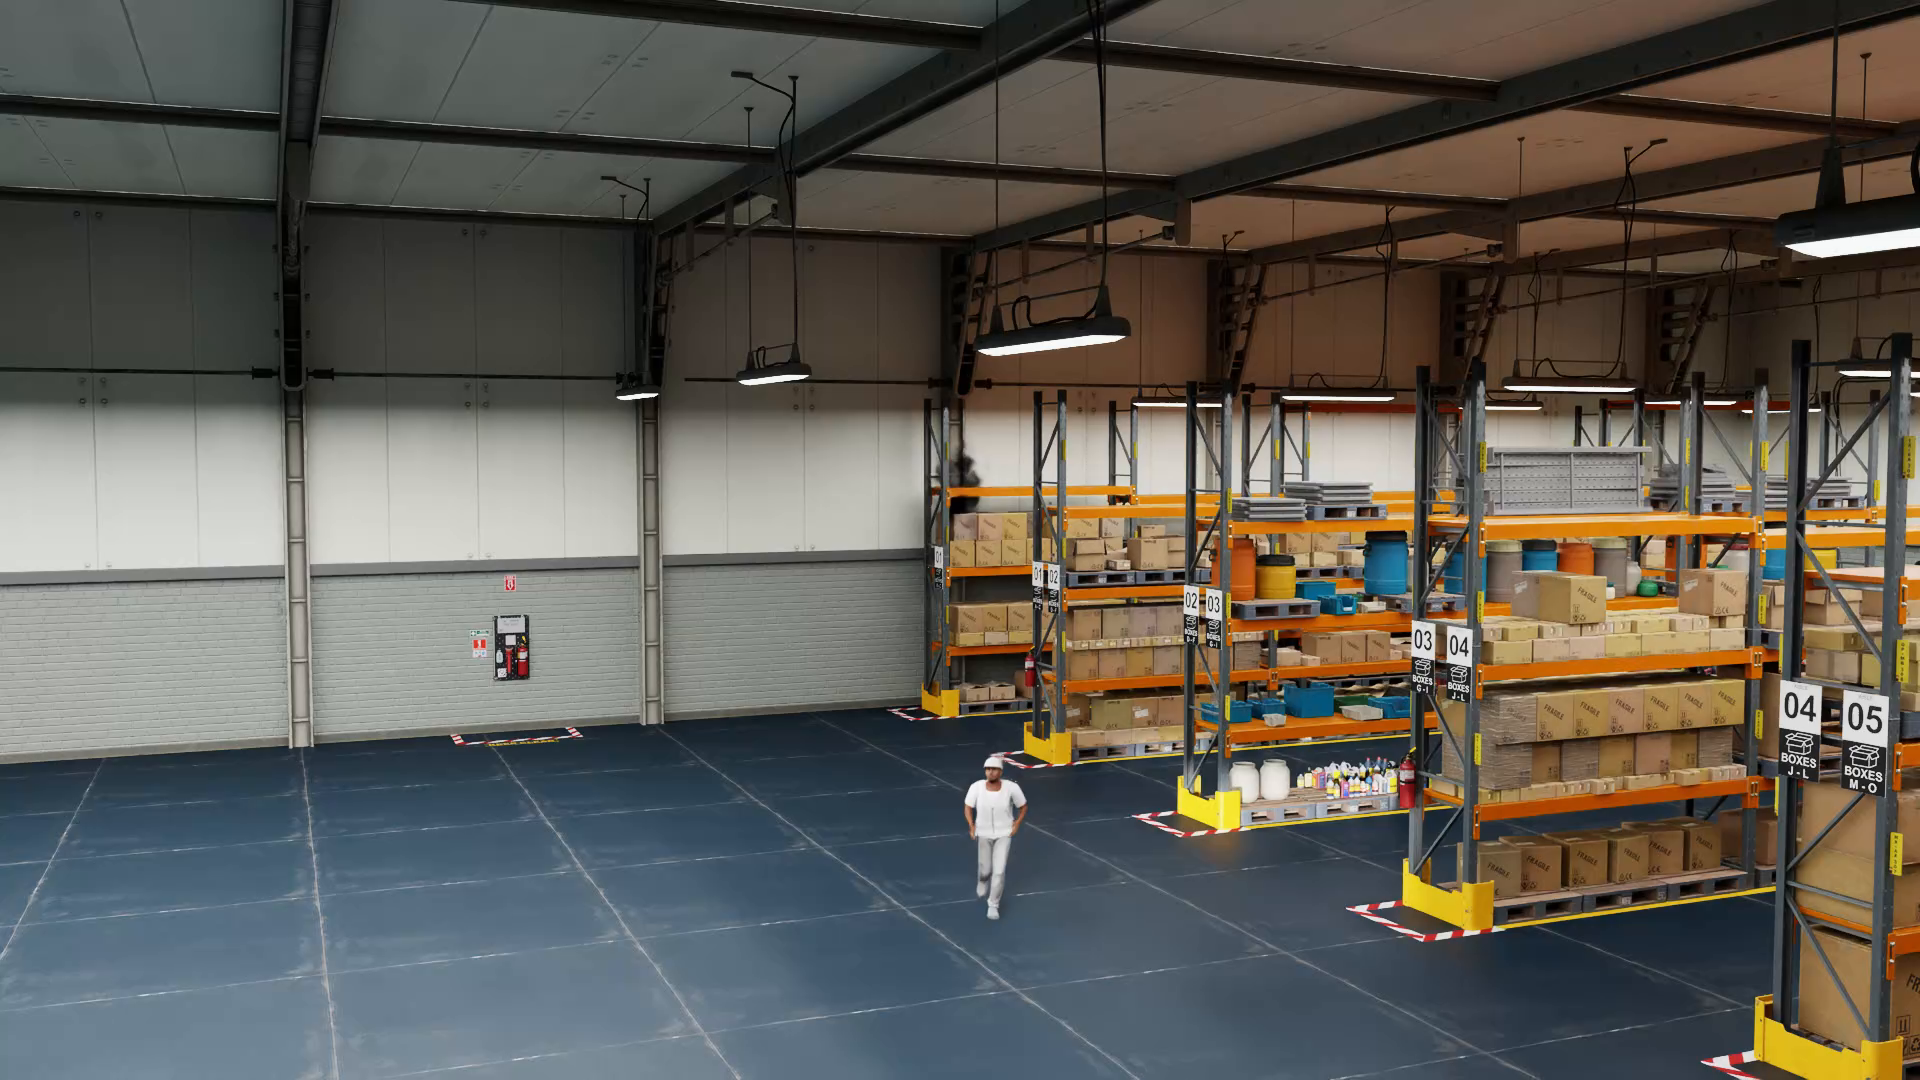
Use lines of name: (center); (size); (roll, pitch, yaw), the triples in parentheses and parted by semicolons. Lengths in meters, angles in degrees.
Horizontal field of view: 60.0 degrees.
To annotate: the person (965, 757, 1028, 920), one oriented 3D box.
person: (0.397, 3.232, 18.268); (0.698, 1.741, 0.662); (0, 3, 6)
